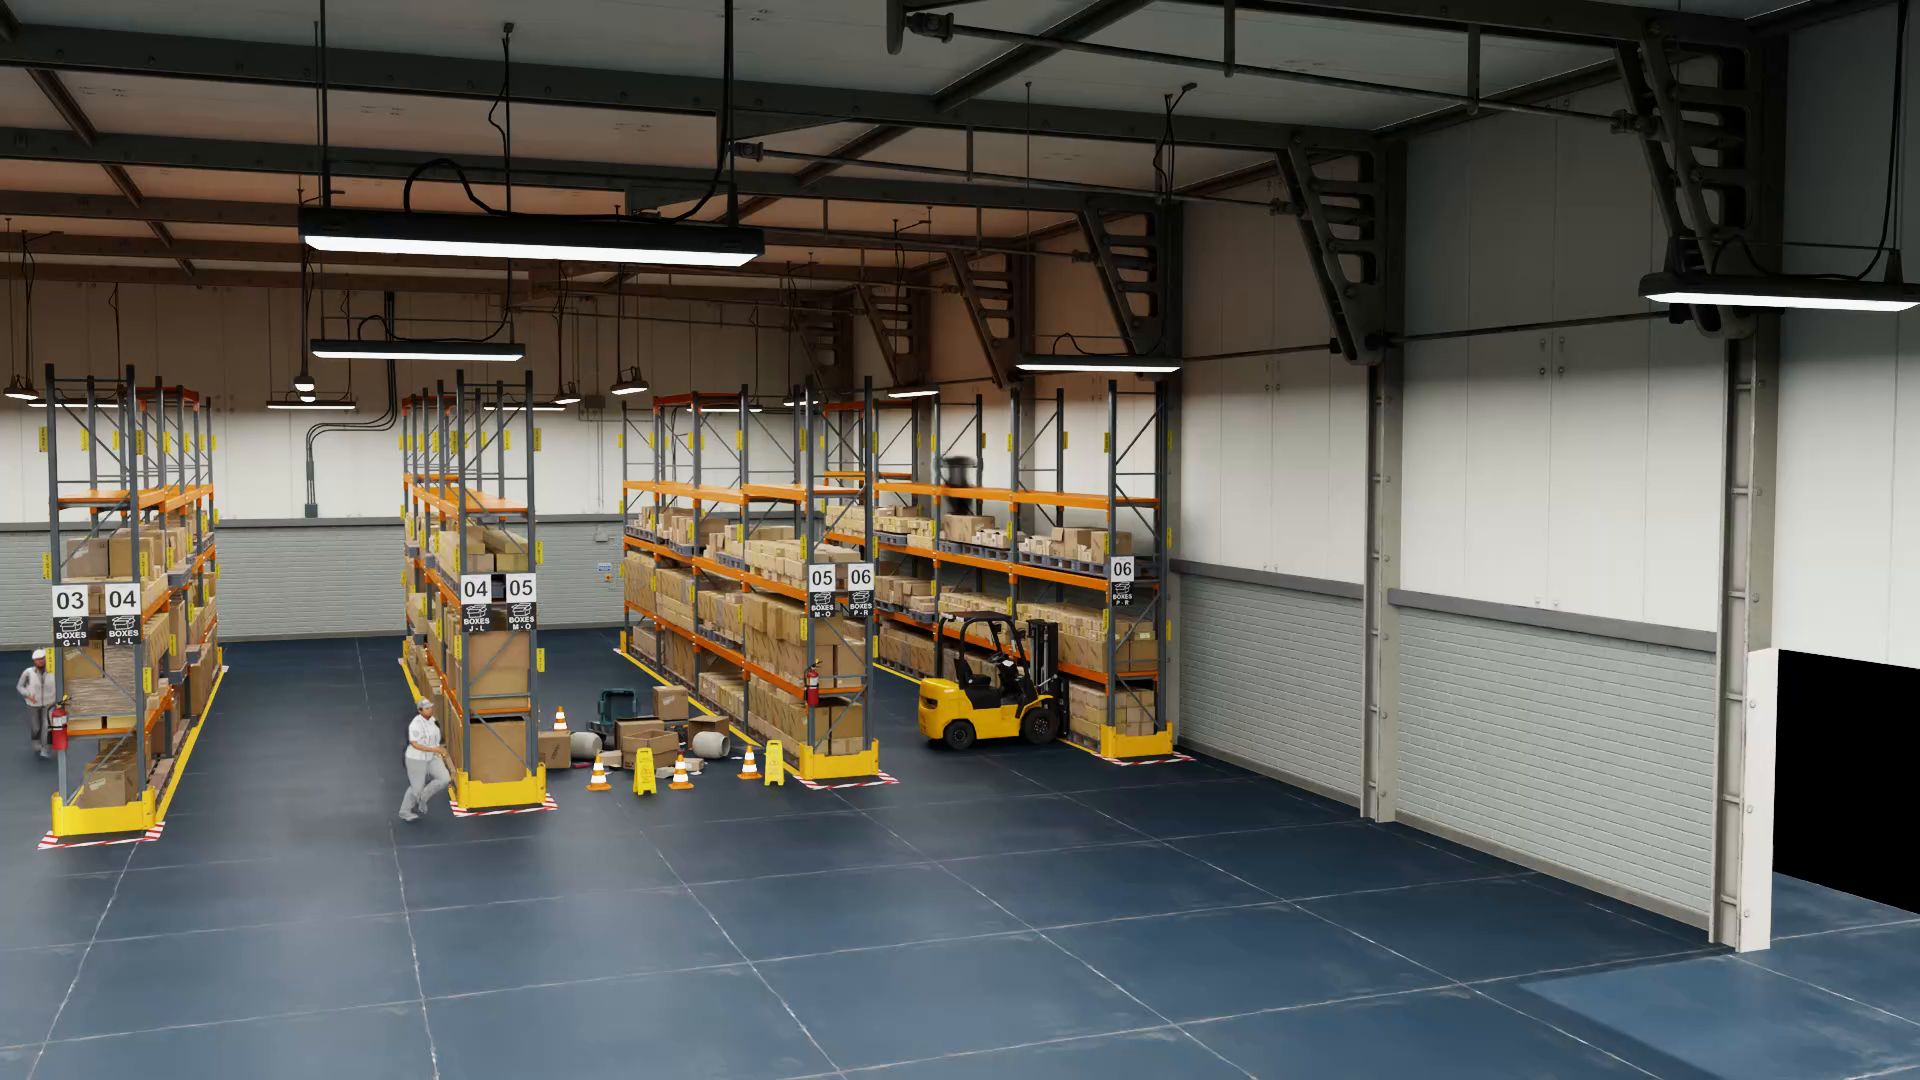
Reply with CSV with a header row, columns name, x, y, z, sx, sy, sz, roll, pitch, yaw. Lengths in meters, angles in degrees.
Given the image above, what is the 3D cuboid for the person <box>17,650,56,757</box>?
name,x,y,z,sx,sy,sz,roll,pitch,yaw
person,-14.714,2.598,26.603,0.654,1.727,0.757,-2,4,-33

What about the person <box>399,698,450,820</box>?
name,x,y,z,sx,sy,sz,roll,pitch,yaw
person,-7.083,2.896,22.056,0.732,1.609,0.630,1,4,21
